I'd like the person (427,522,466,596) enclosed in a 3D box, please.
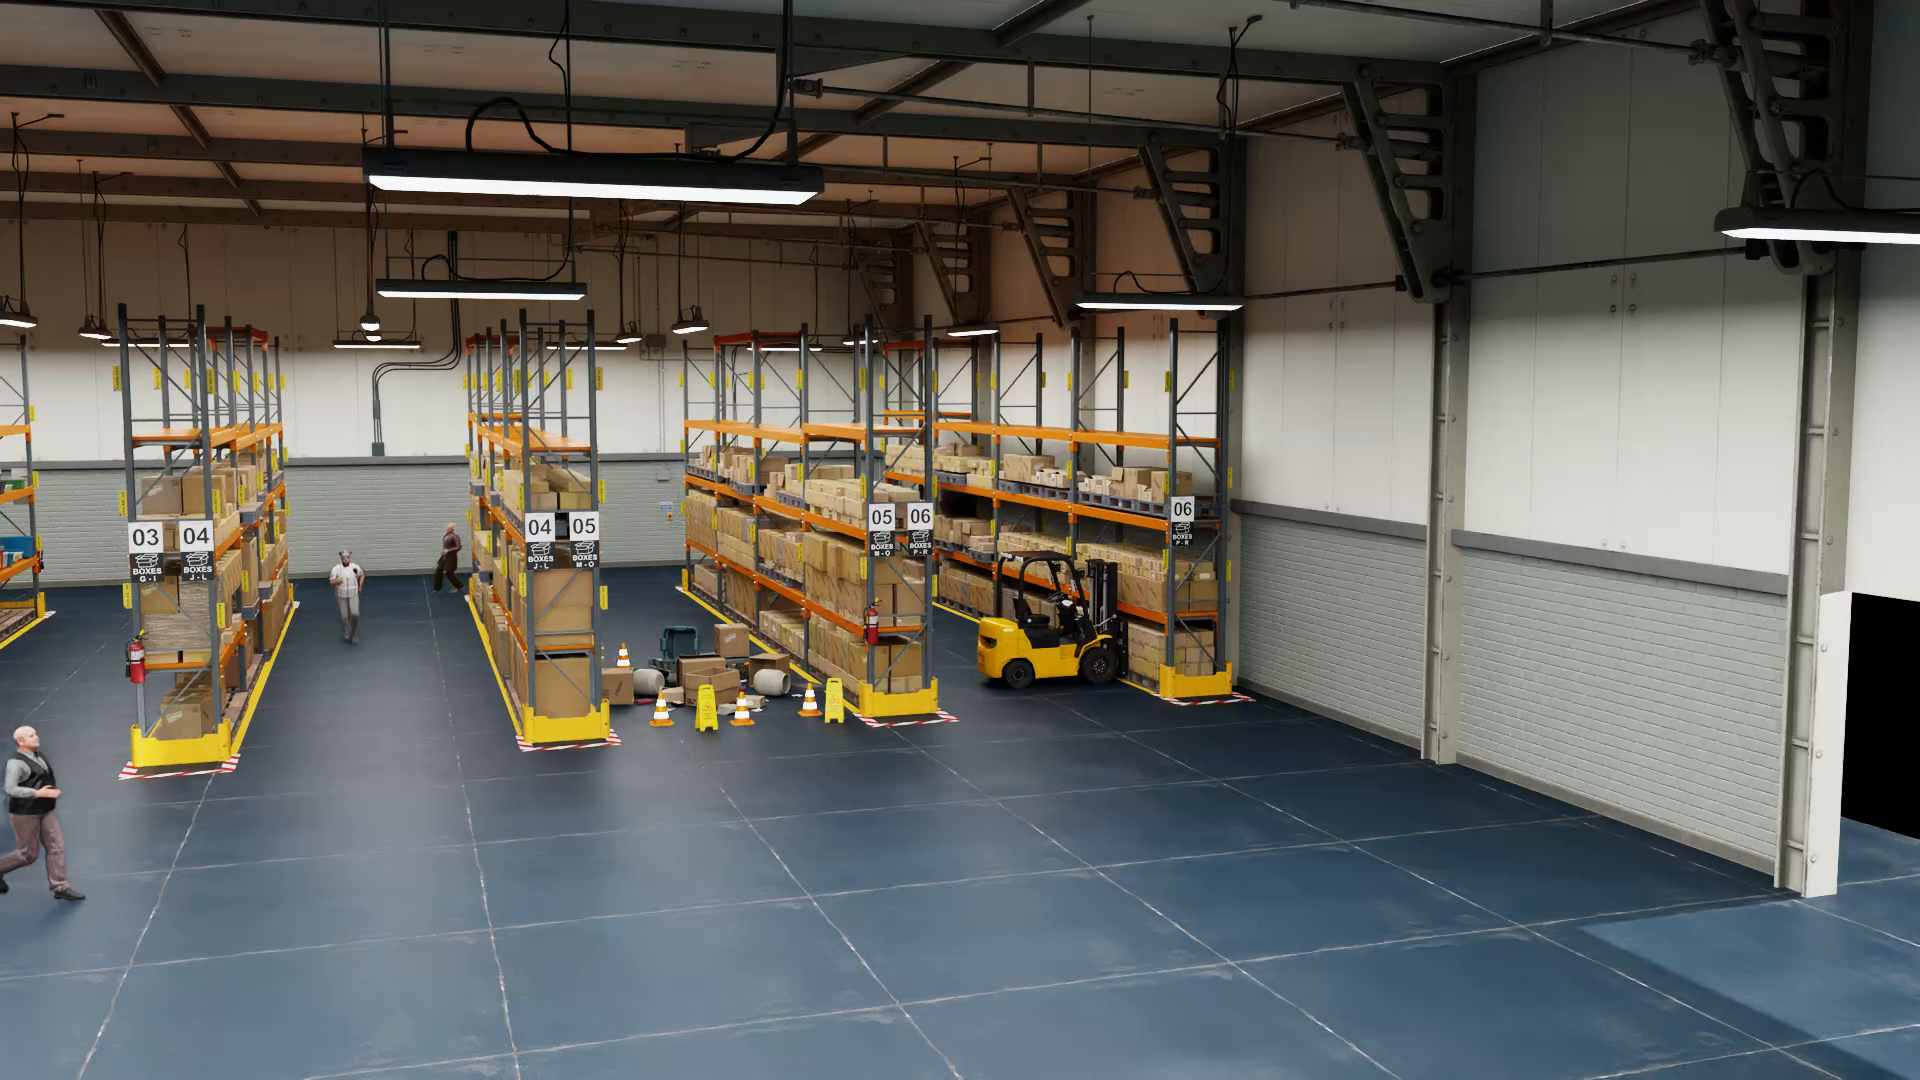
[{"bbox_3d":[-11.940,0.466,38.972,0.896,1.759,0.791,-5,7,-43],"label":"person"}]

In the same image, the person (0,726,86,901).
[{"bbox_3d":[-8.911,2.633,15.951,0.936,1.717,0.661,0,5,1],"label":"person"}]

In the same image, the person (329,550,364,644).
[{"bbox_3d":[-11.769,1.102,31.962,0.640,1.840,0.726,-2,6,-22],"label":"person"}]
